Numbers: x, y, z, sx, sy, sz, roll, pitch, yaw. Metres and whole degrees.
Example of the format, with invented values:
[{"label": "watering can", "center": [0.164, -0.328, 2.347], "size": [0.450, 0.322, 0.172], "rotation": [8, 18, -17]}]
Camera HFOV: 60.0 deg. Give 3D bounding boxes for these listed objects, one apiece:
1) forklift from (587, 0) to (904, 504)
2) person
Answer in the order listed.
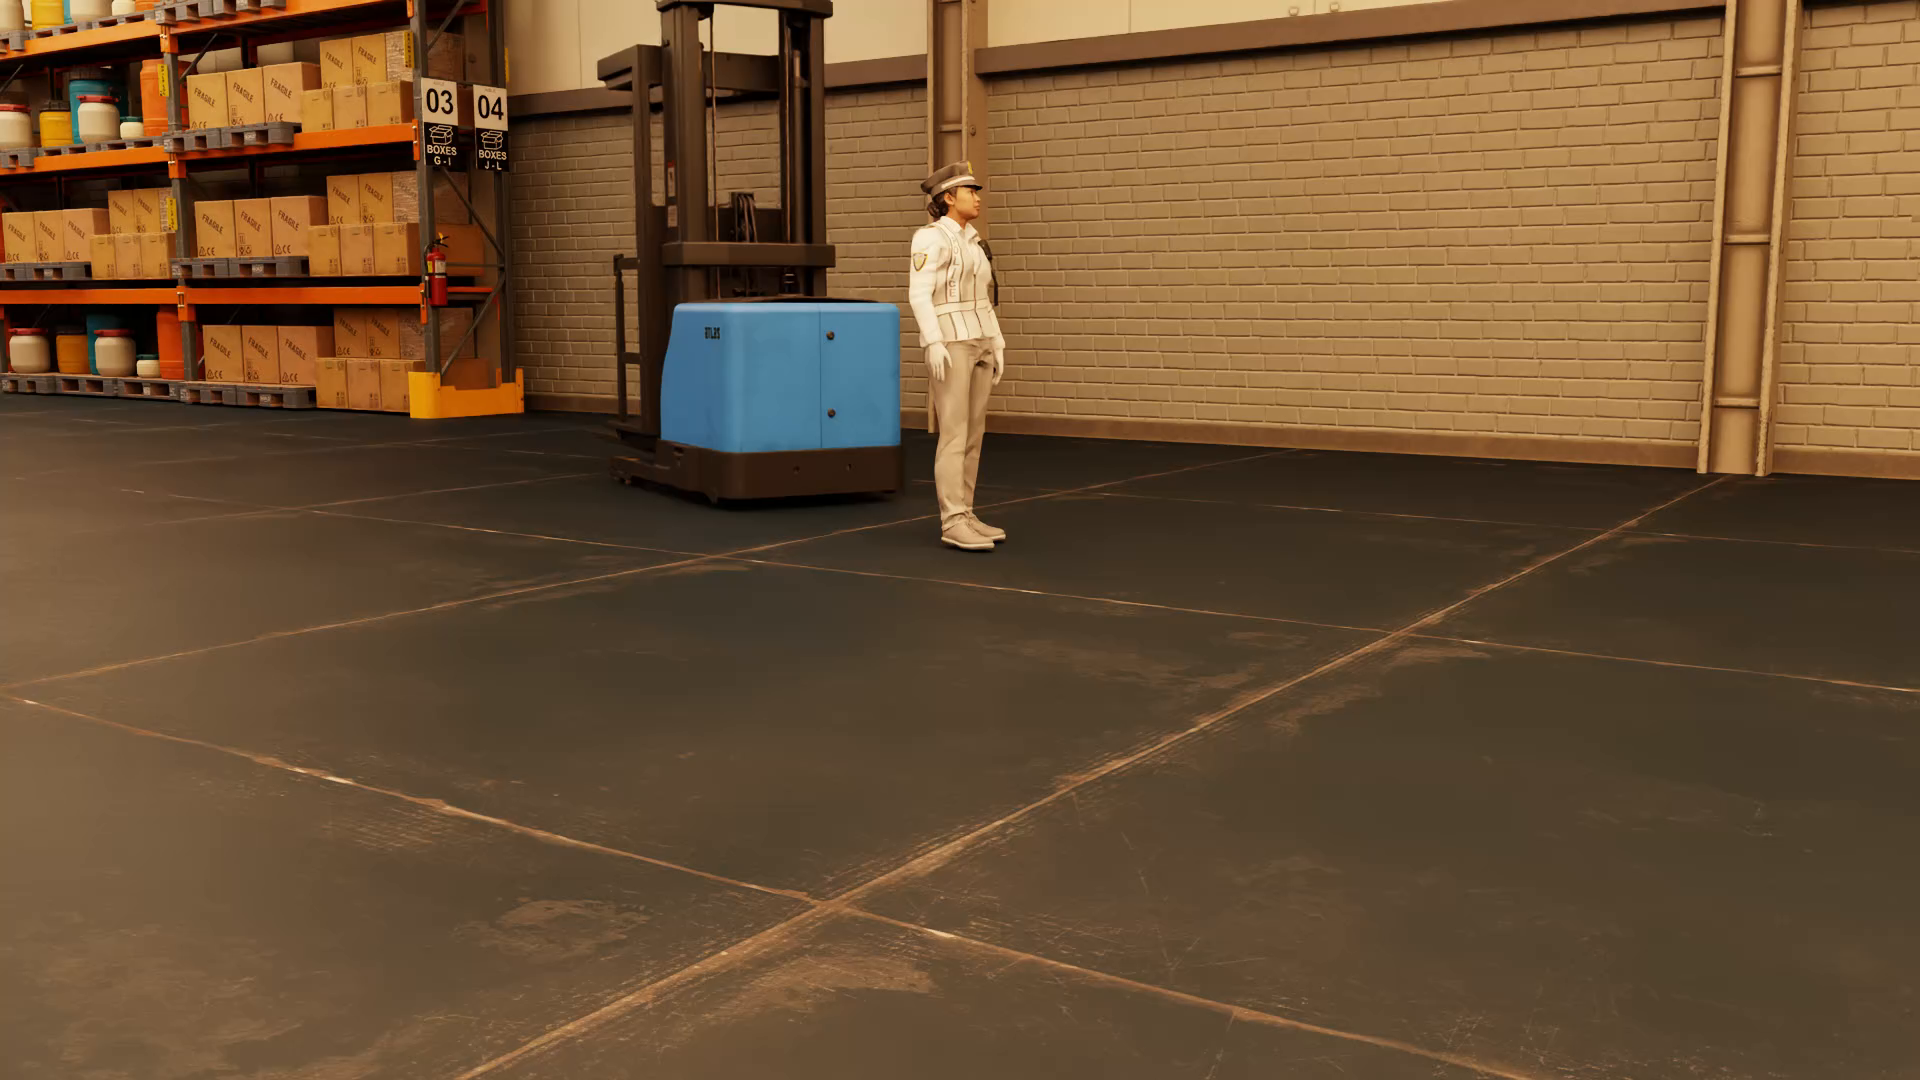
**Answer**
[{"label": "forklift", "center": [-1.470, -1.805, 9.885], "size": [1.130, 2.935, 3.031], "rotation": [-5, 9, -29]}, {"label": "person", "center": [0.052, -0.840, 7.441], "size": [0.534, 1.696, 0.587], "rotation": [5, 10, 34]}]
